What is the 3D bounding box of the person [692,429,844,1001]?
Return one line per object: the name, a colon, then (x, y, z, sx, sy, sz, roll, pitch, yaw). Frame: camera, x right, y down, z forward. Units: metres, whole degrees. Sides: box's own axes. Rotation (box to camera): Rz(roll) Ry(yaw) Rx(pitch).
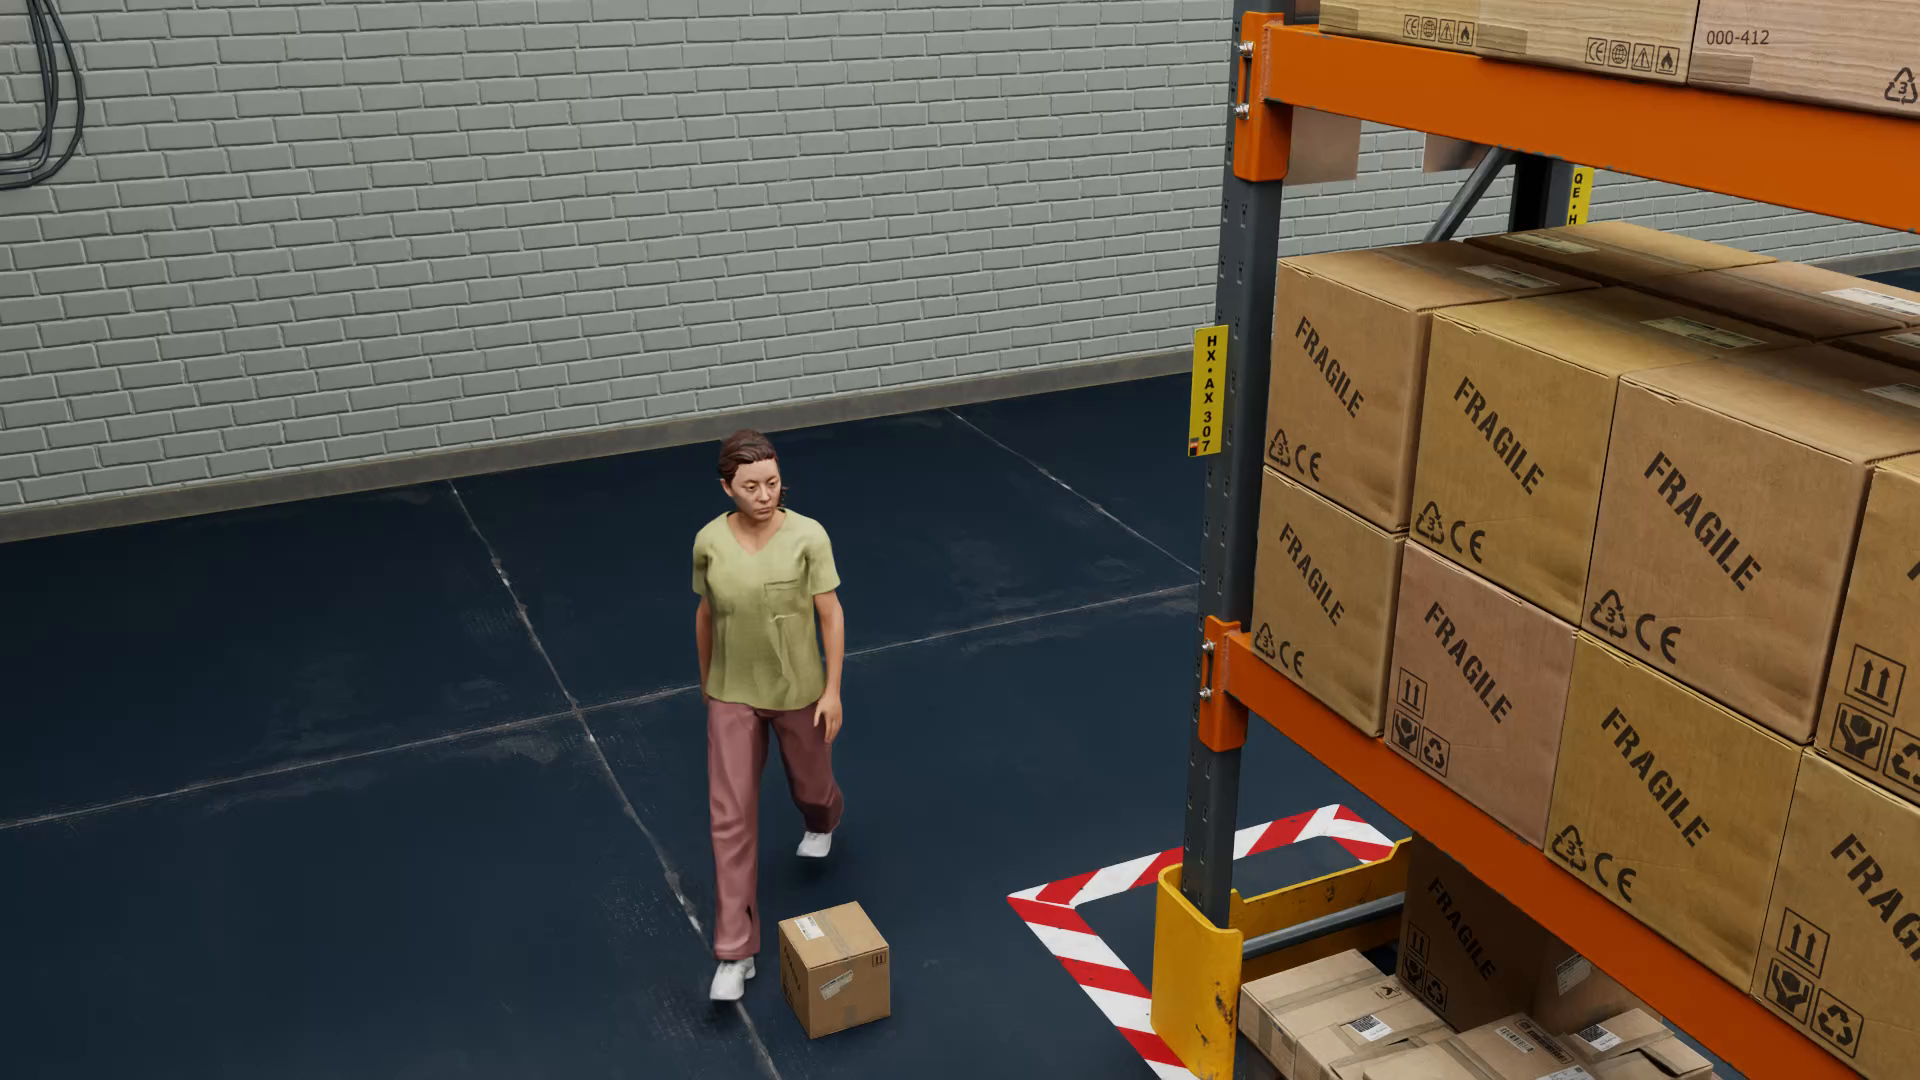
person: (-0.577, 0.473, 4.993, 0.459, 1.617, 1.028, 0, 22, -1)
